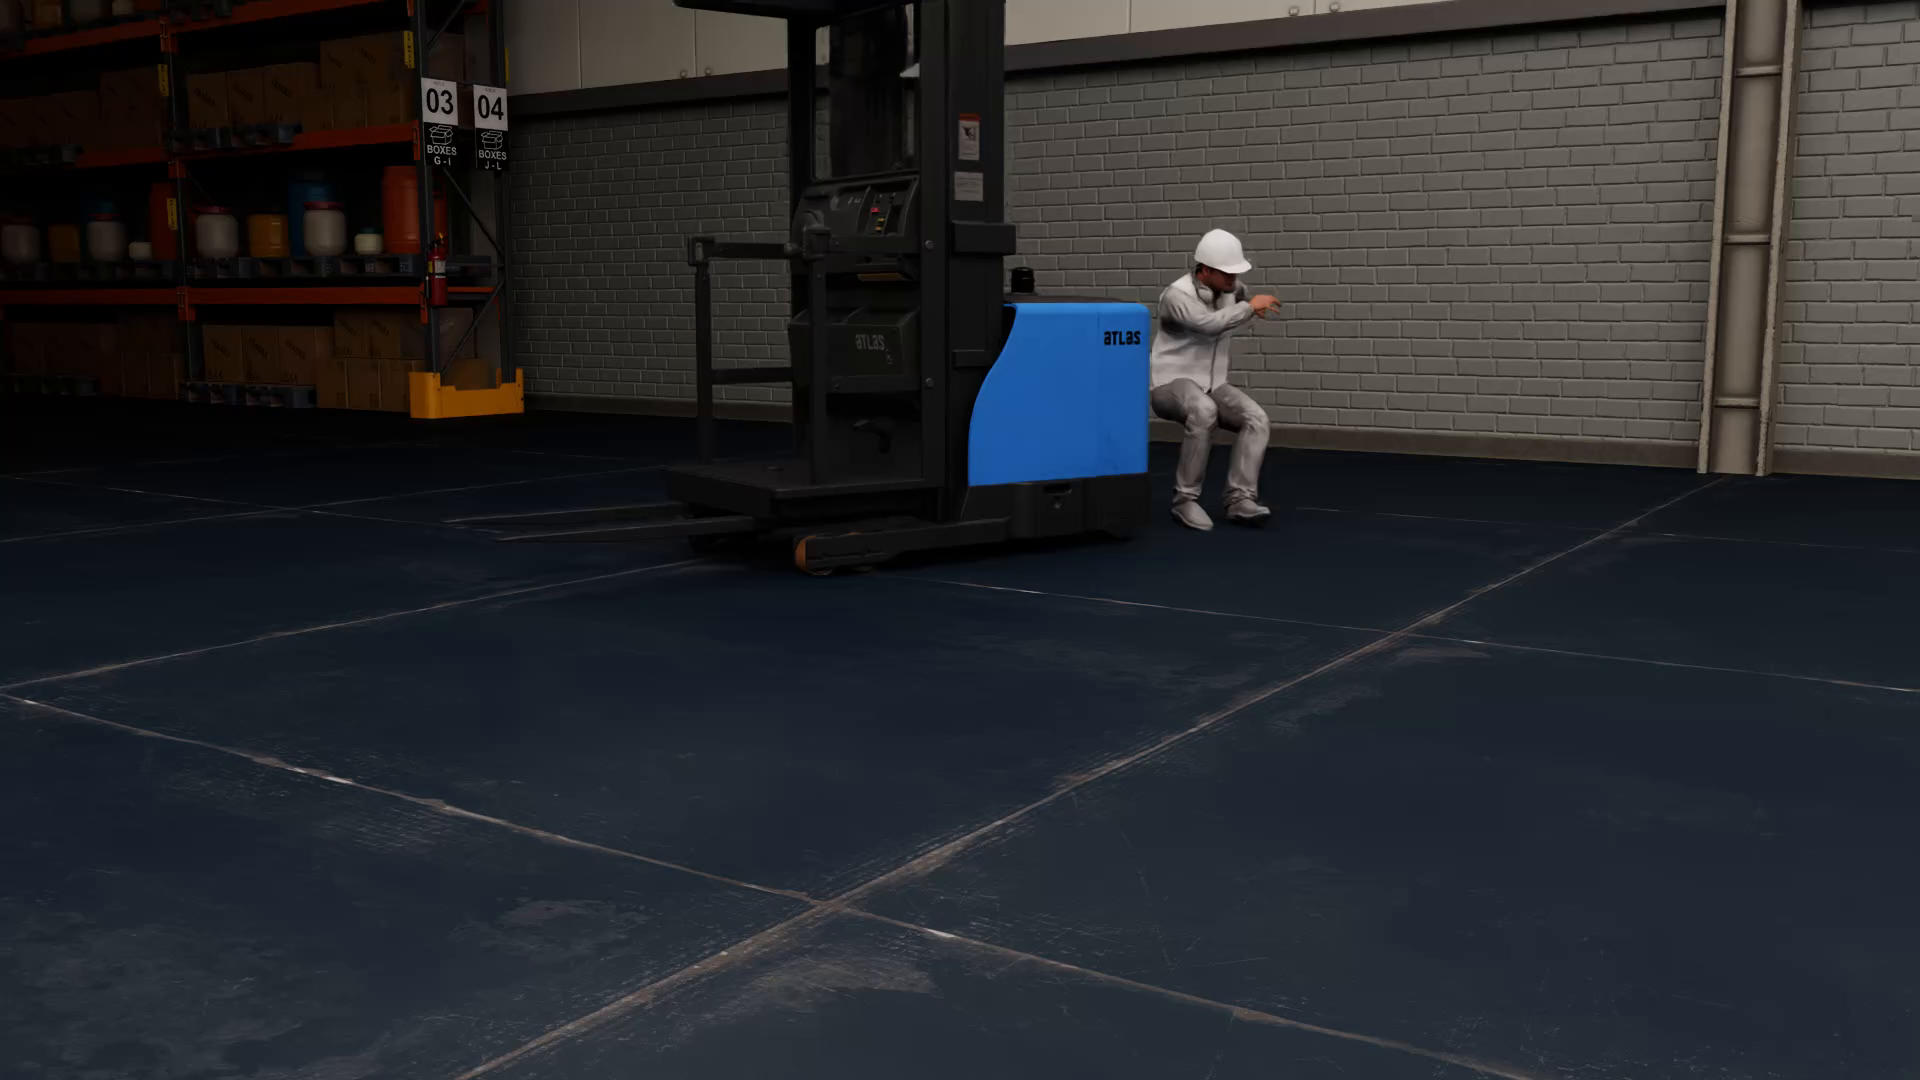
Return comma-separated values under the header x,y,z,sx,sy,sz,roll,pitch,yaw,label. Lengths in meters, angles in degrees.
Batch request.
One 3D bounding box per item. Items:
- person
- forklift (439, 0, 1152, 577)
x,y,z,sx,sy,sz,roll,pitch,yaw,label
1.428,-0.832,8.386,1.183,1.437,0.895,-6,10,-37,person
-0.624,-1.390,6.968,3.031,2.935,1.130,-6,10,-35,forklift
